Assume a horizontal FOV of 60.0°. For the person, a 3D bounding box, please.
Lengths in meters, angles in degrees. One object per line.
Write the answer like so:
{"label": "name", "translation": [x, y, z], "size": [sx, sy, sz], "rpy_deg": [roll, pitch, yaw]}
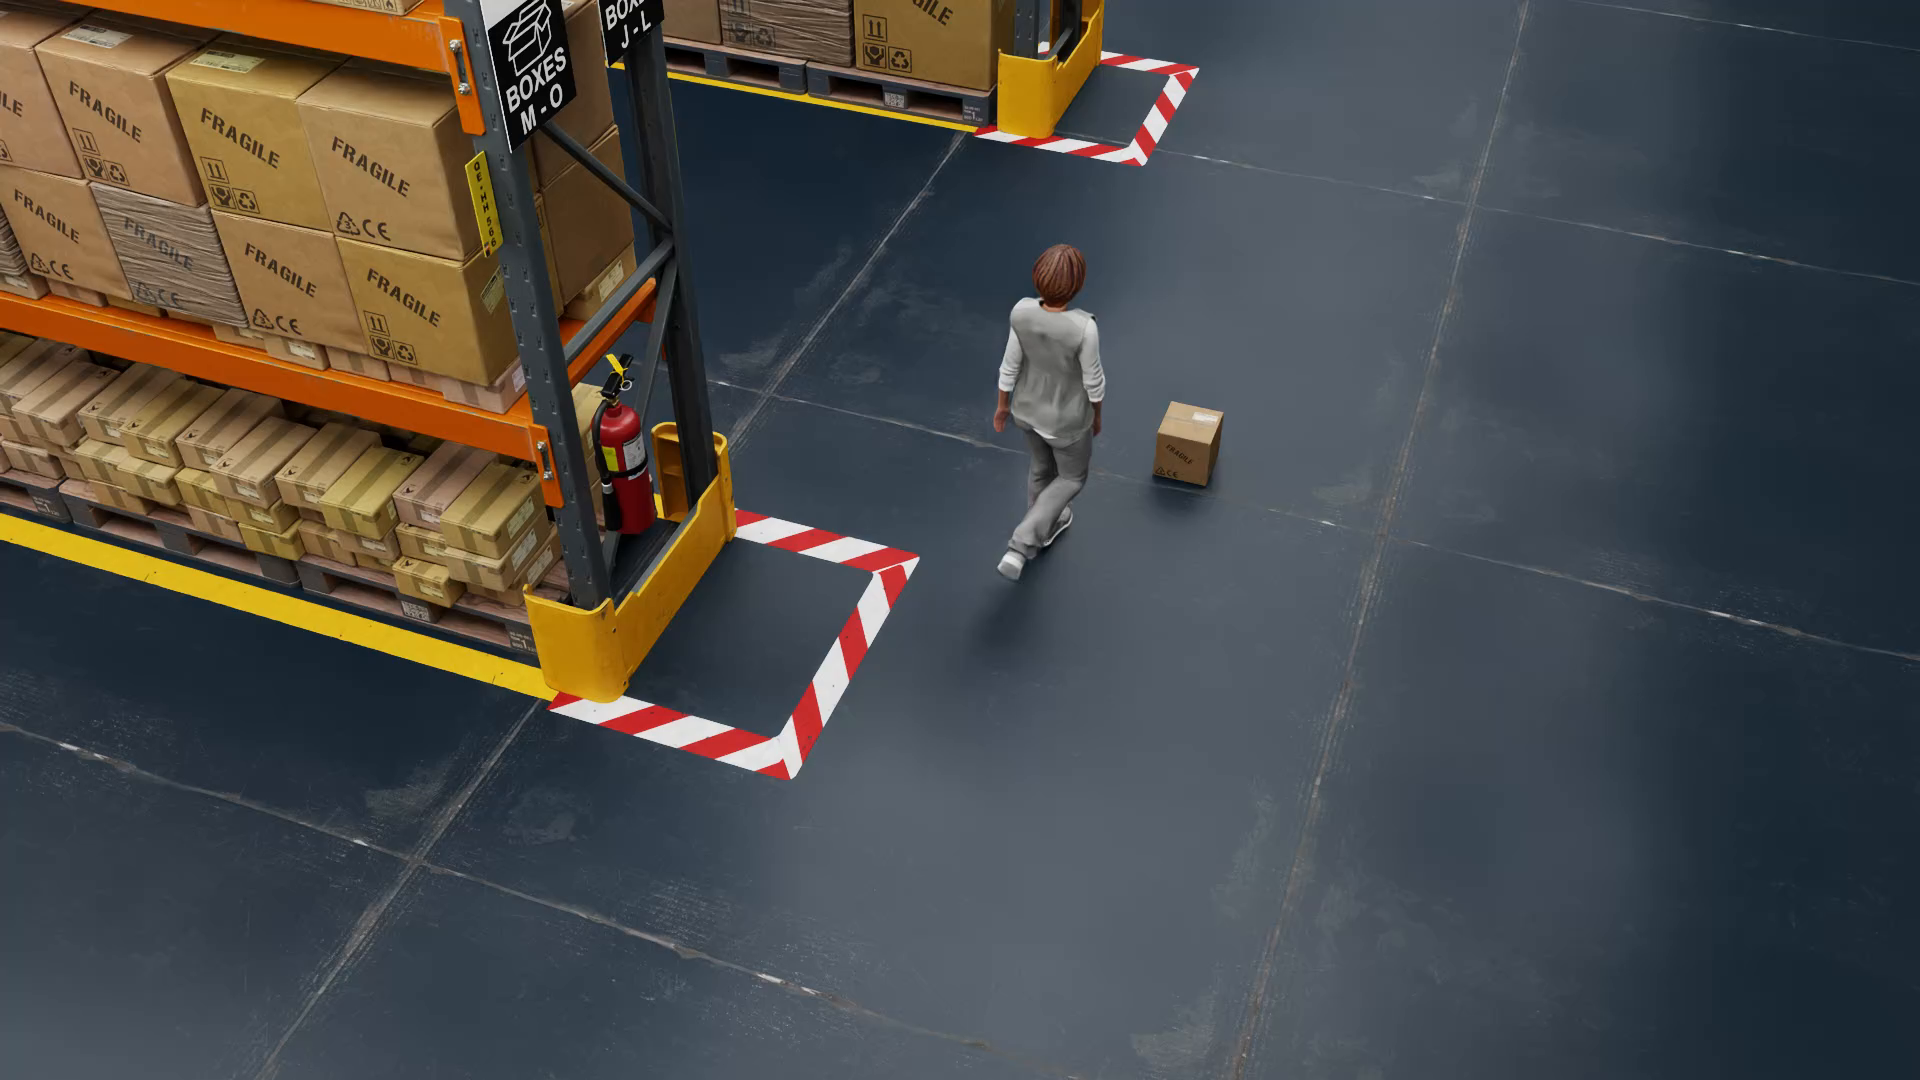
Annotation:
{"label": "person", "translation": [0.343, -0.486, 6.700], "size": [0.451, 1.571, 0.676], "rpy_deg": [27, 49, 27]}
